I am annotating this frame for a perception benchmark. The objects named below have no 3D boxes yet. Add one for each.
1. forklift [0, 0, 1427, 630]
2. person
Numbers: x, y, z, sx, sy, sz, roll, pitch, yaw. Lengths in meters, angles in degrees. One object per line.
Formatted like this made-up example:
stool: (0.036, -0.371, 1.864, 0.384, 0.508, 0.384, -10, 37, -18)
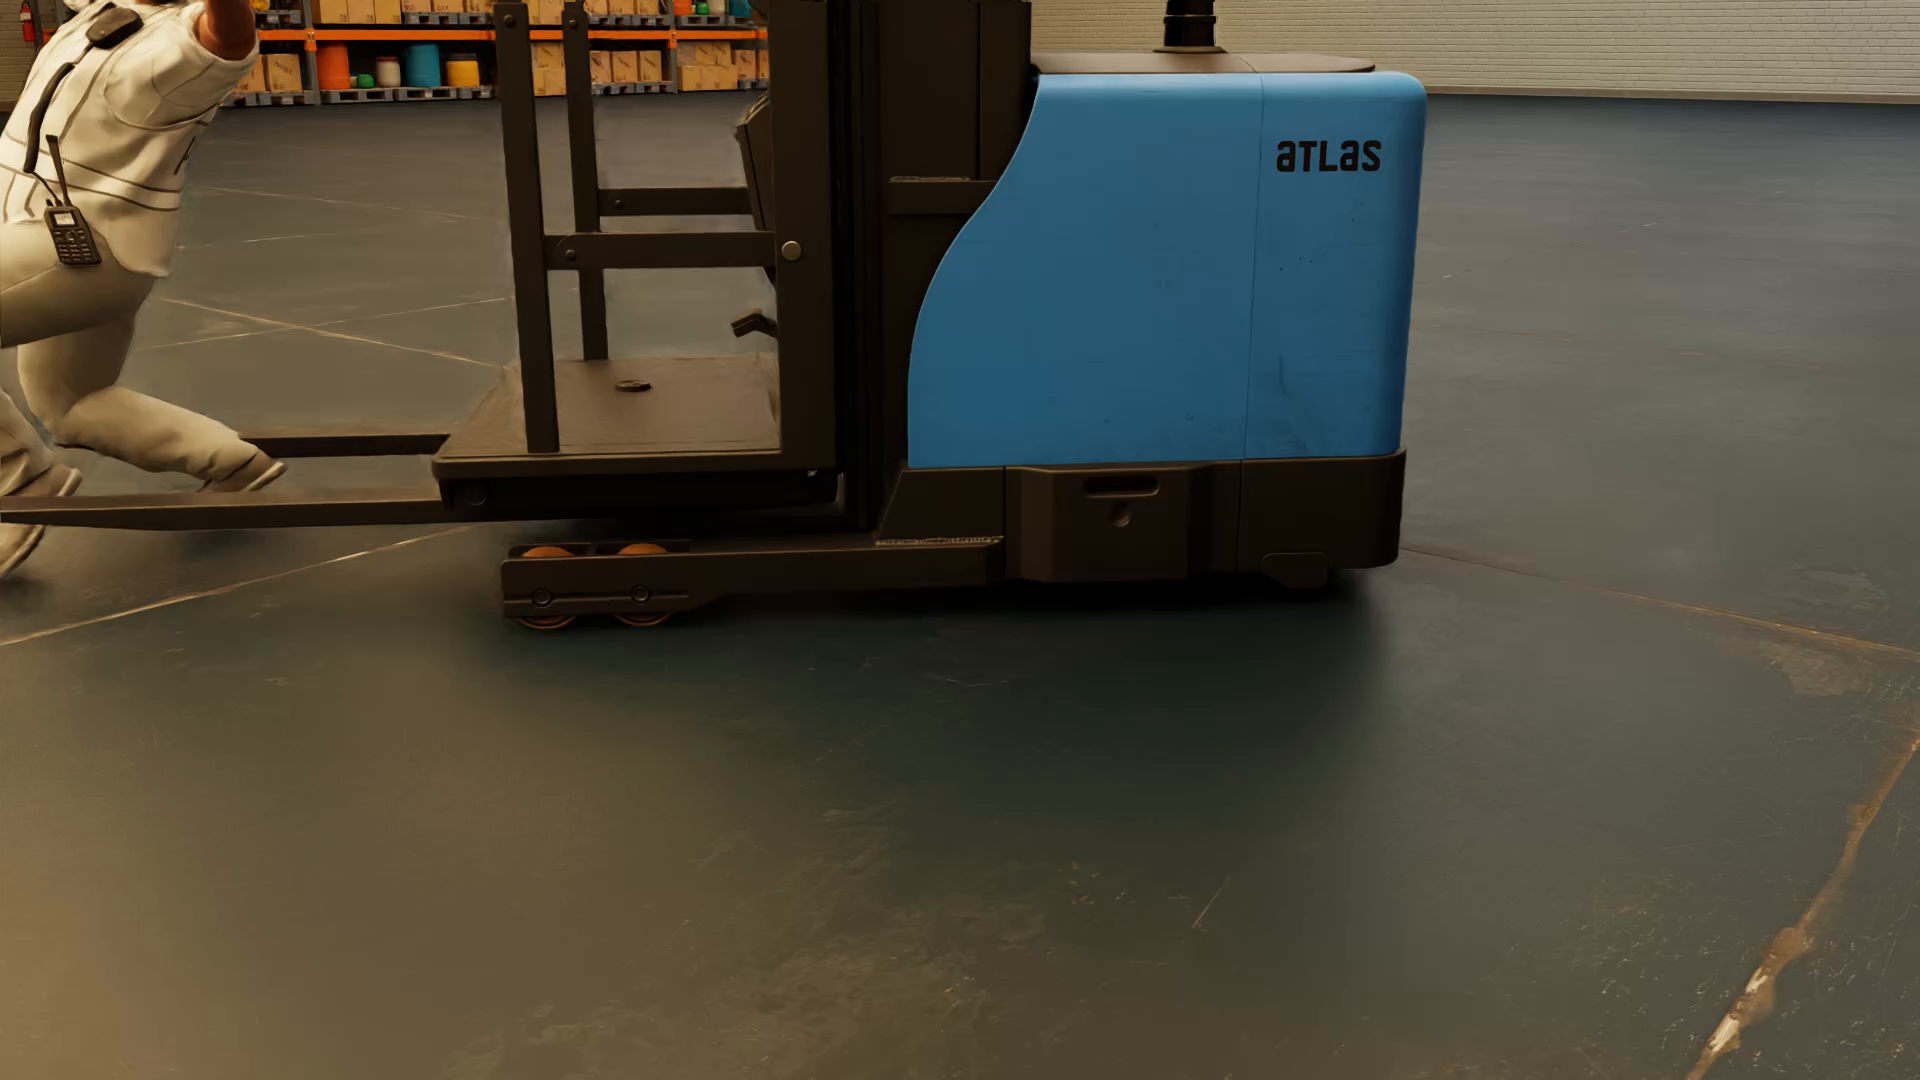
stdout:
forklift: (-0.608, -1.382, 3.450, 3.031, 2.935, 1.130, -2, 17, -6)
person: (-1.850, -0.679, 3.429, 0.860, 1.615, 1.119, -8, 19, -24)
